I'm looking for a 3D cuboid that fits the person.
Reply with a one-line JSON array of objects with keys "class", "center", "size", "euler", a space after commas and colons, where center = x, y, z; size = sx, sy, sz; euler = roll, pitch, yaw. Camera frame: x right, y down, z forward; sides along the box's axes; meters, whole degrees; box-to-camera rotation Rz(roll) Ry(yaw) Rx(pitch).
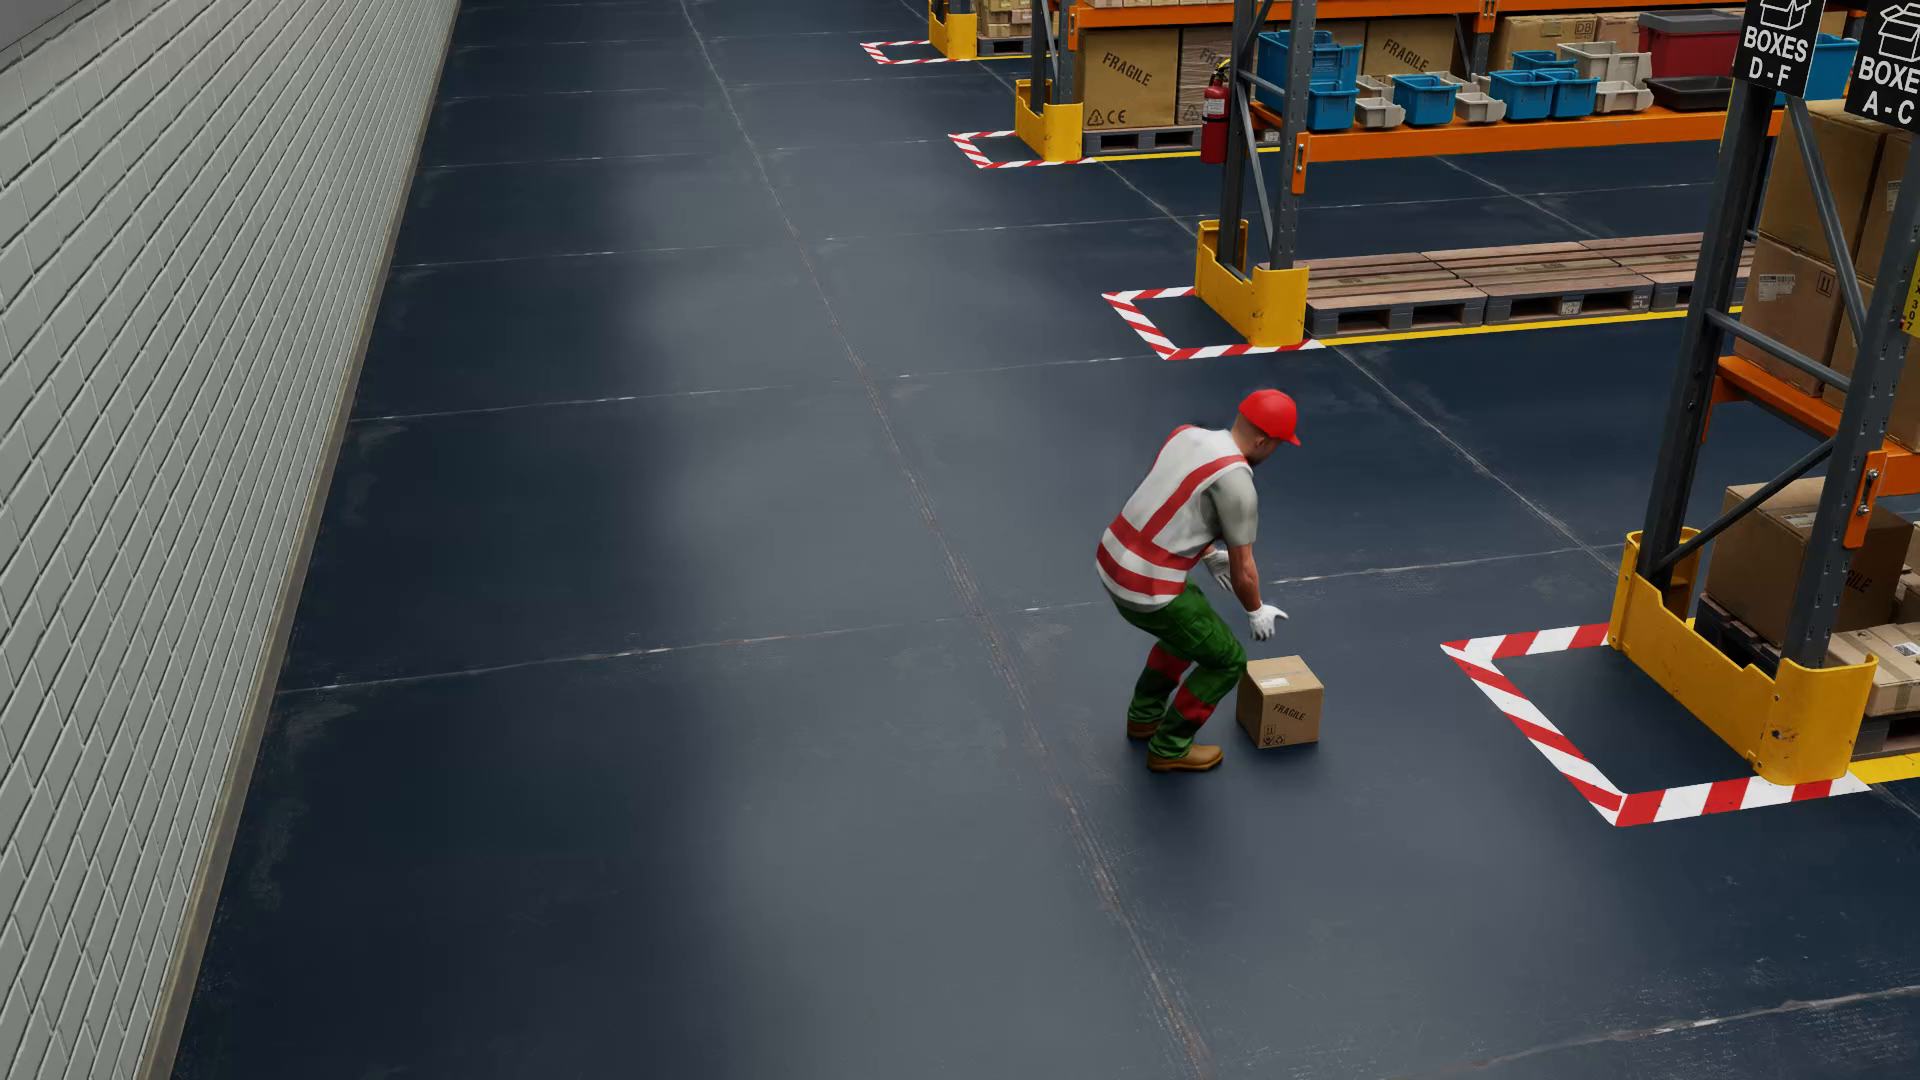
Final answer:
[{"class": "person", "center": [0.871, 0.135, 6.208], "size": [0.750, 1.442, 0.583], "euler": [-6, 27, -11]}]
